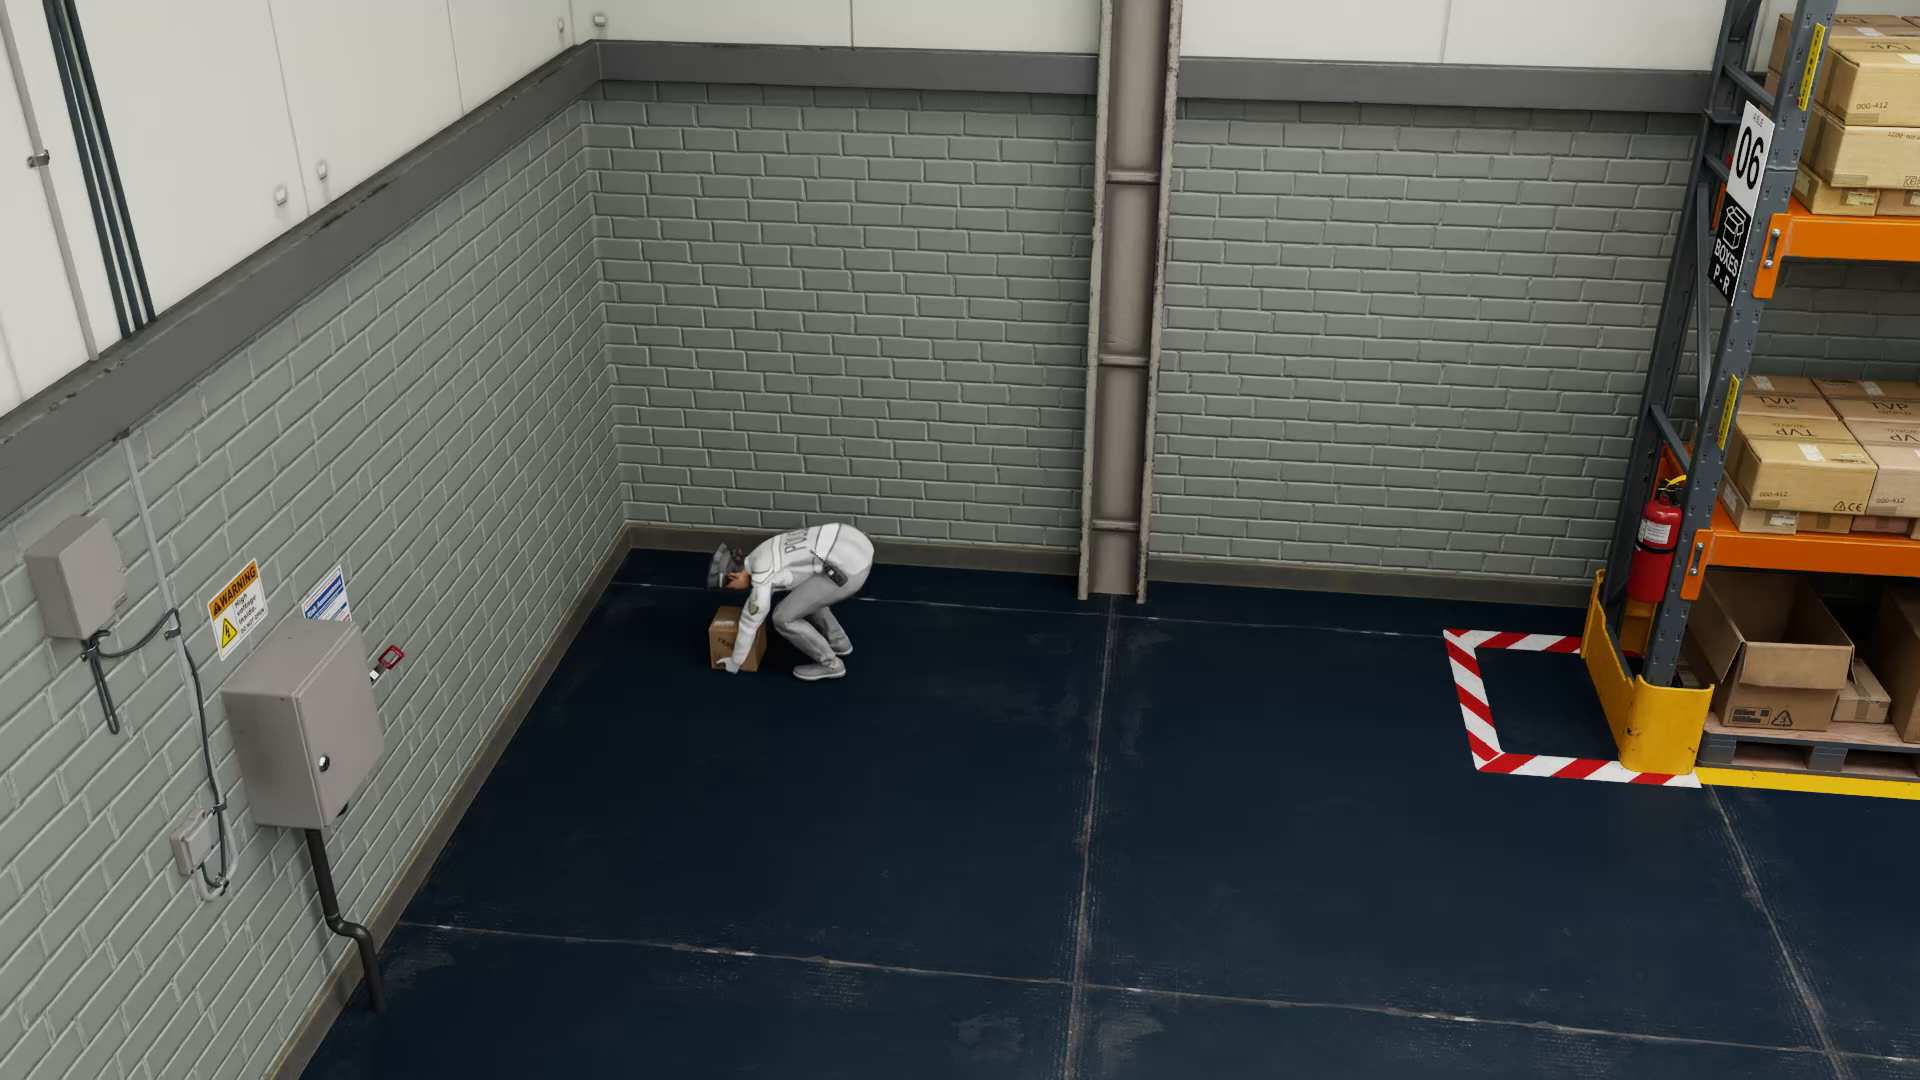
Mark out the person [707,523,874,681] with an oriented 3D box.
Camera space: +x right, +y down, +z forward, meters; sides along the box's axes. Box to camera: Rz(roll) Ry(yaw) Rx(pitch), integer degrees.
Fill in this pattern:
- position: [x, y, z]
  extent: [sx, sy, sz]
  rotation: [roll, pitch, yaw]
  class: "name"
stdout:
- position: [-0.907, 0.322, 8.932]
  extent: [0.894, 0.833, 0.468]
  rotation: [2, 29, 4]
  class: "person"
